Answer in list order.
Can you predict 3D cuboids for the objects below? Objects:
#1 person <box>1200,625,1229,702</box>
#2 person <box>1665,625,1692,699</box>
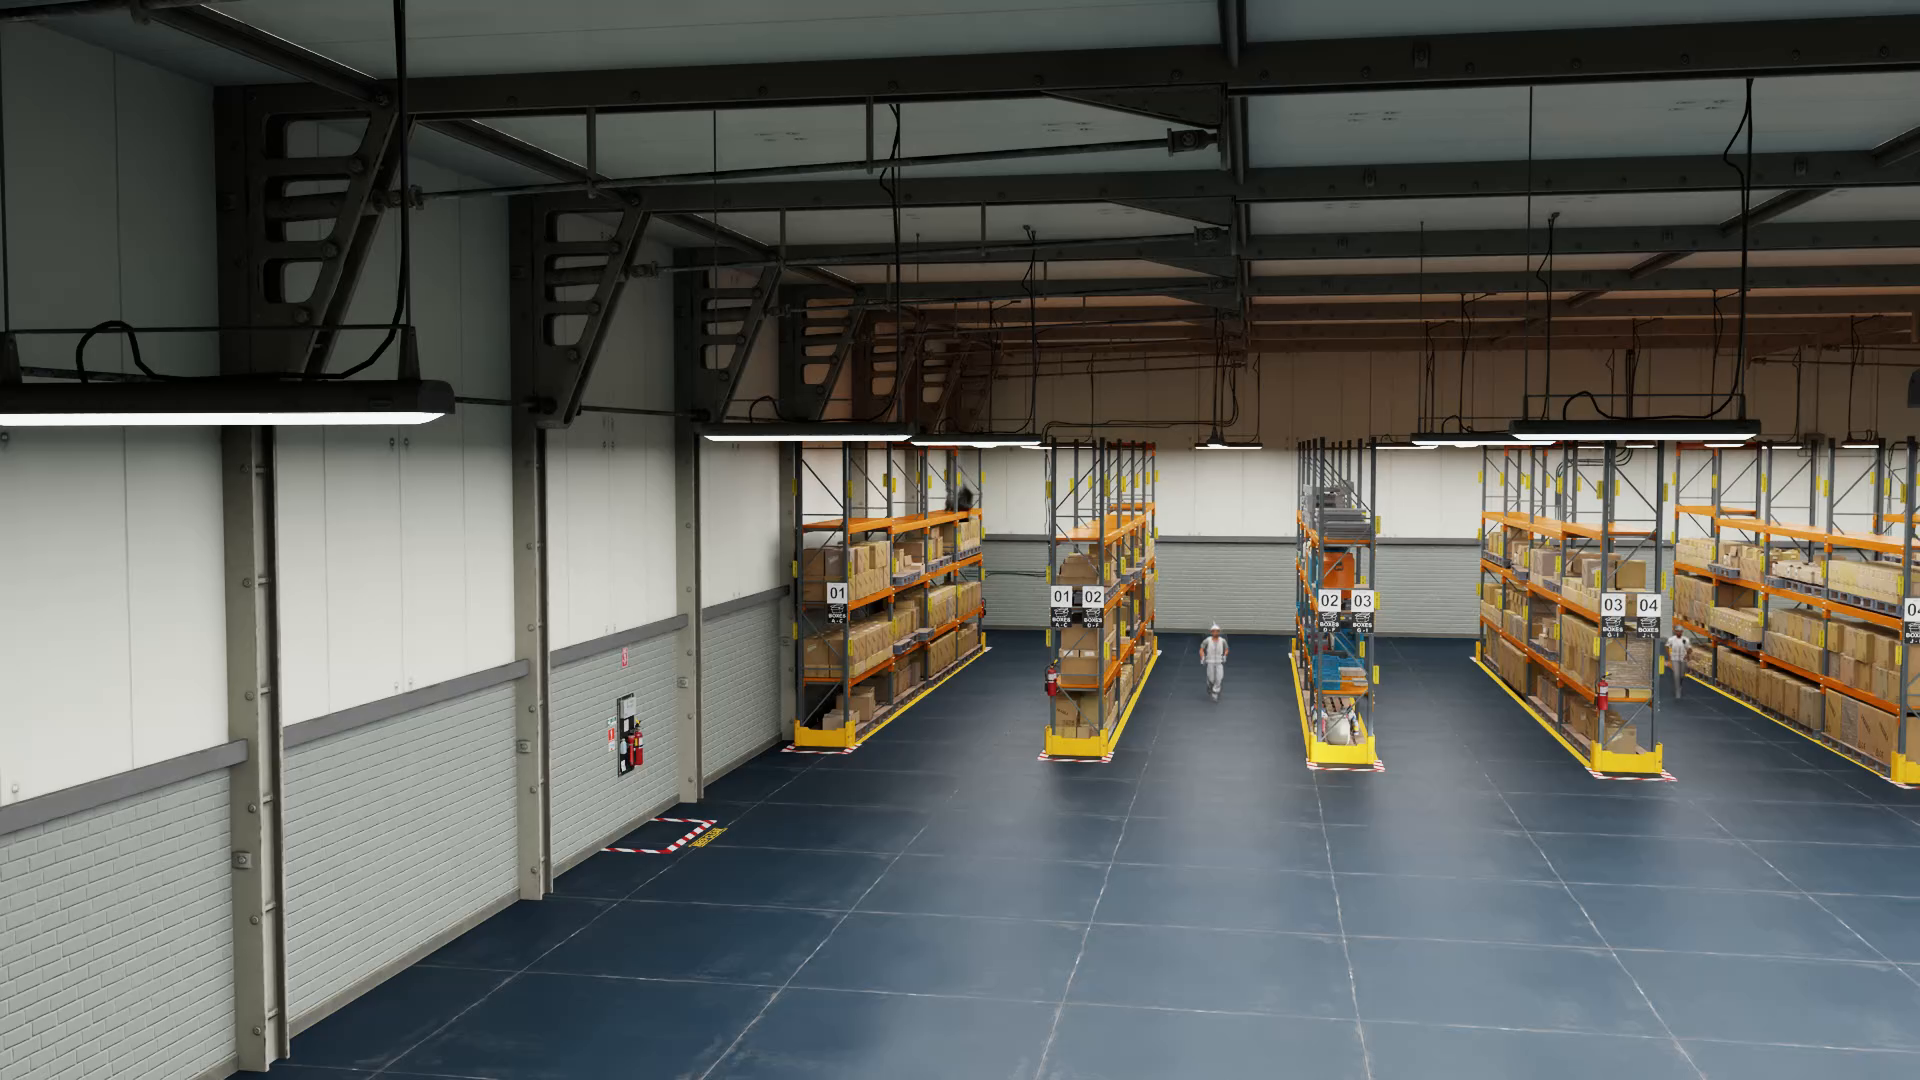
[{"bbox_3d":[5.865,2.834,38.249,0.665,1.741,0.606,0,3,0],"label":"person"},{"bbox_3d":[16.841,2.827,38.980,0.587,1.697,0.779,1,3,16],"label":"person"}]
